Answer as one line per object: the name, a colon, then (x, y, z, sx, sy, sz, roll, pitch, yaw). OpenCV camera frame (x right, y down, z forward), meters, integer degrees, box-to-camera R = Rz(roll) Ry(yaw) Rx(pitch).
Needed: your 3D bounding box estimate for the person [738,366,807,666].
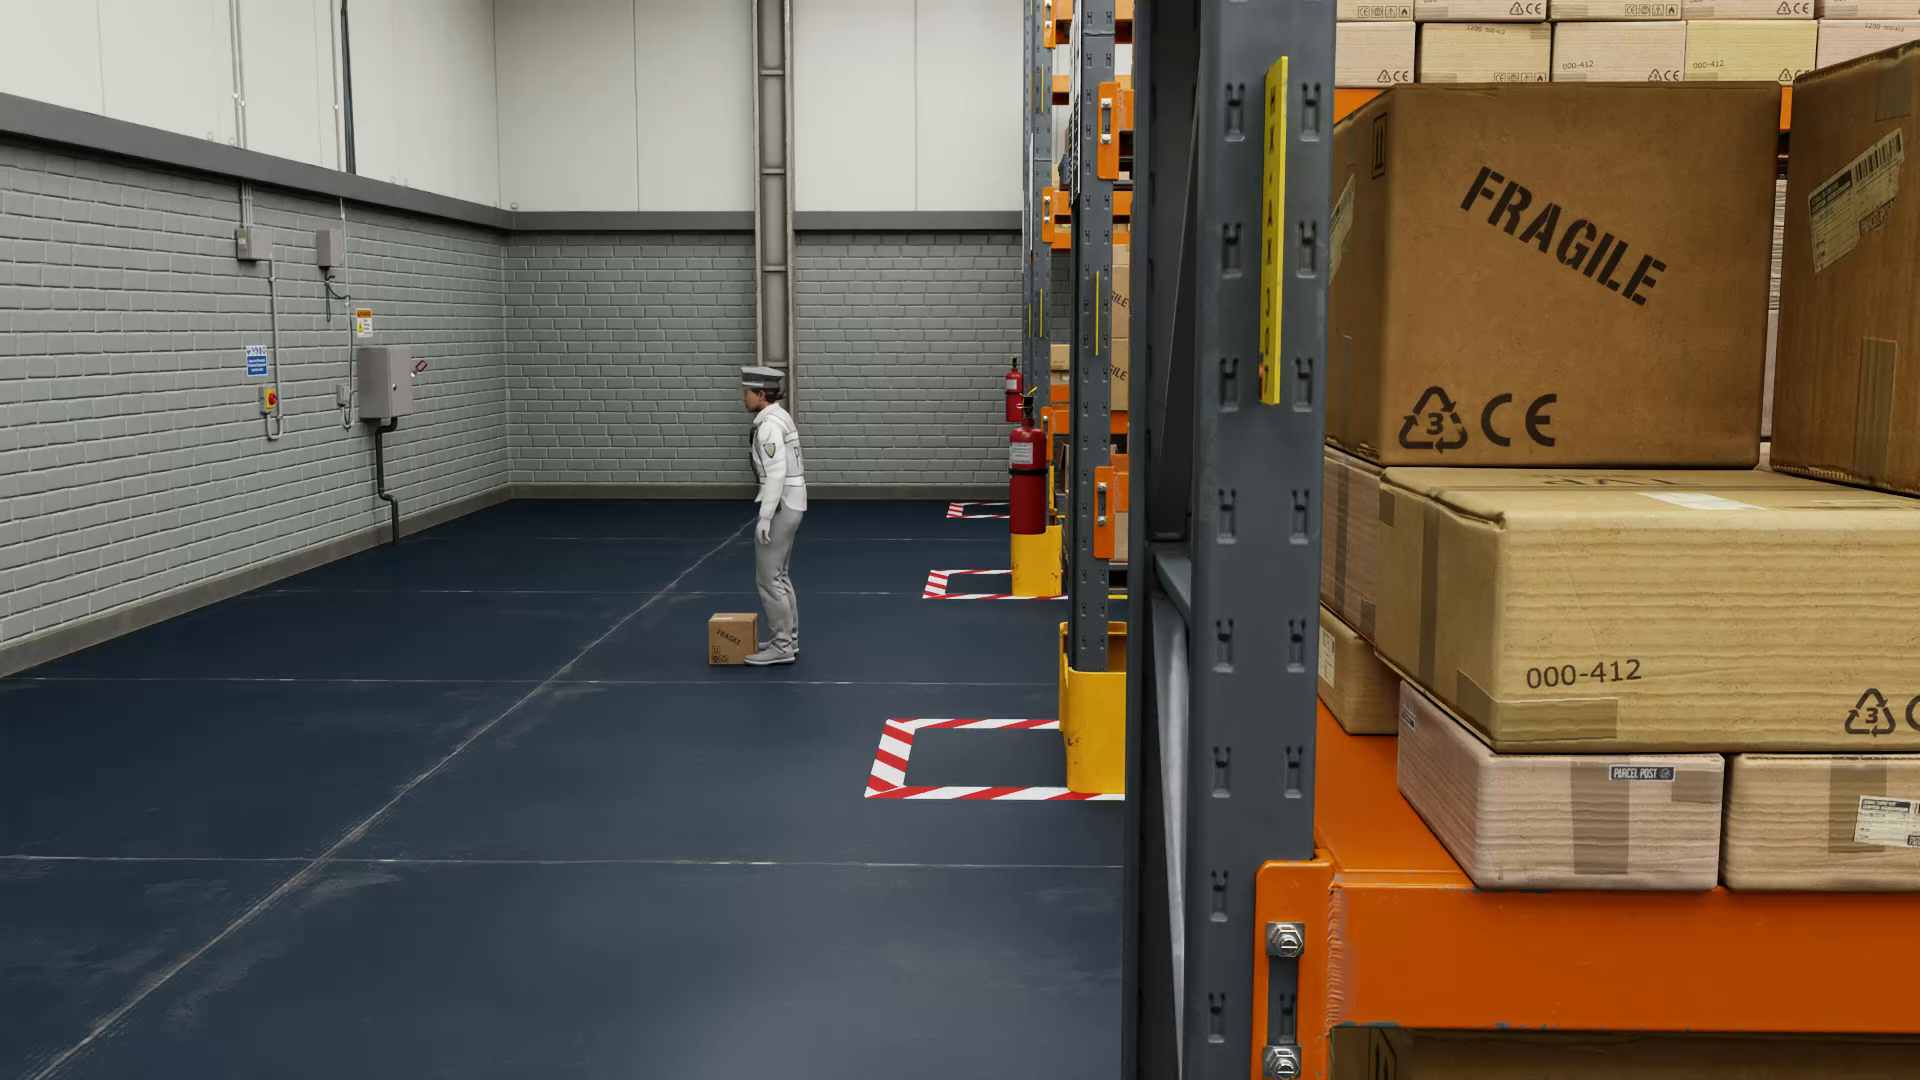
person: (-1.048, -0.140, 9.352, 0.376, 1.663, 0.539, 0, 7, 0)
